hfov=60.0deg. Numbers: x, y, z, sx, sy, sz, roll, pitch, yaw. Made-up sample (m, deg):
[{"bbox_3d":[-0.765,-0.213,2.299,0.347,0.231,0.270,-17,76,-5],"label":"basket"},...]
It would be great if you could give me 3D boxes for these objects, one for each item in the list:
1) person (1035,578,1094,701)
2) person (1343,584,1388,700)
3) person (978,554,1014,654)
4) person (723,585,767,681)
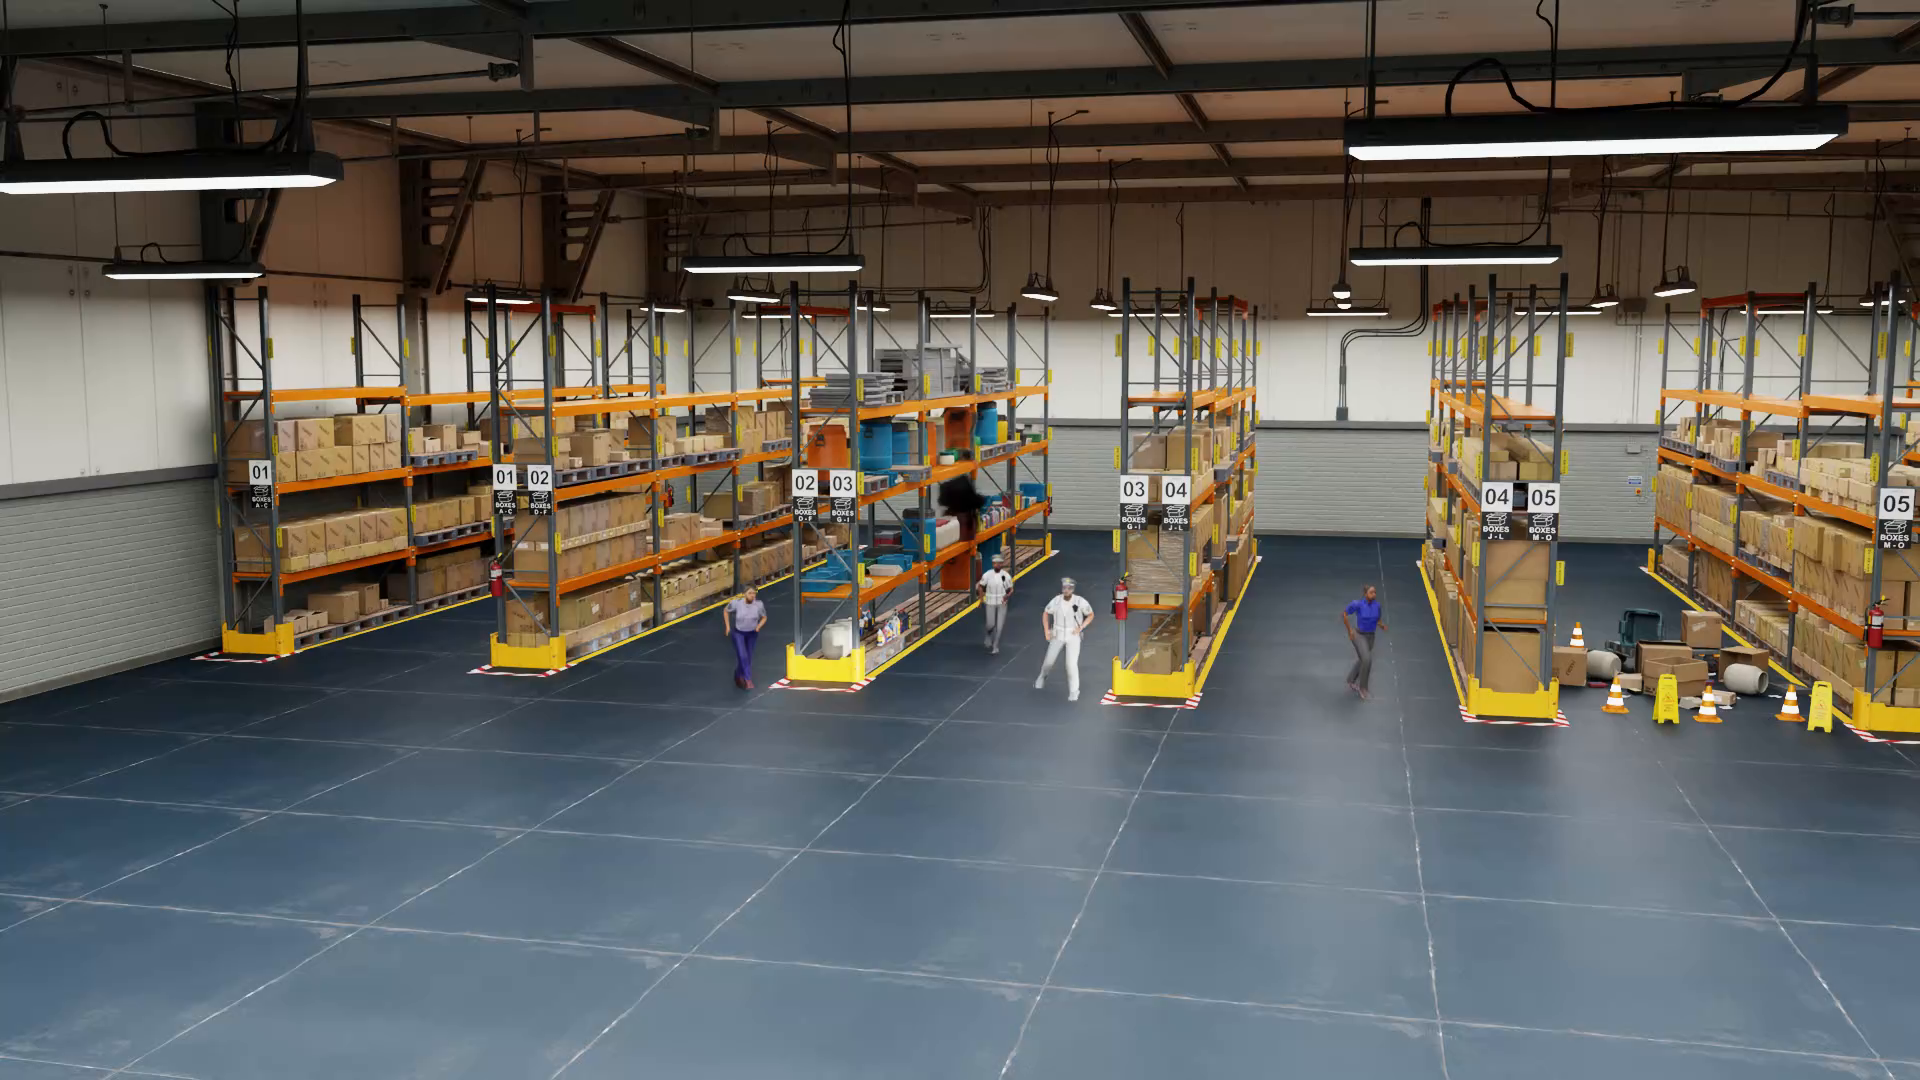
[{"bbox_3d":[1.499,1.414,24.044,0.884,1.789,0.697,1,7,12],"label":"person"},{"bbox_3d":[5.819,1.465,23.964,0.507,1.706,0.846,-3,7,-27],"label":"person"},{"bbox_3d":[0.597,1.053,27.319,0.583,1.654,0.560,0,7,-2],"label":"person"},{"bbox_3d":[-3.176,1.369,24.574,0.614,1.477,0.784,-3,7,-24],"label":"person"}]
